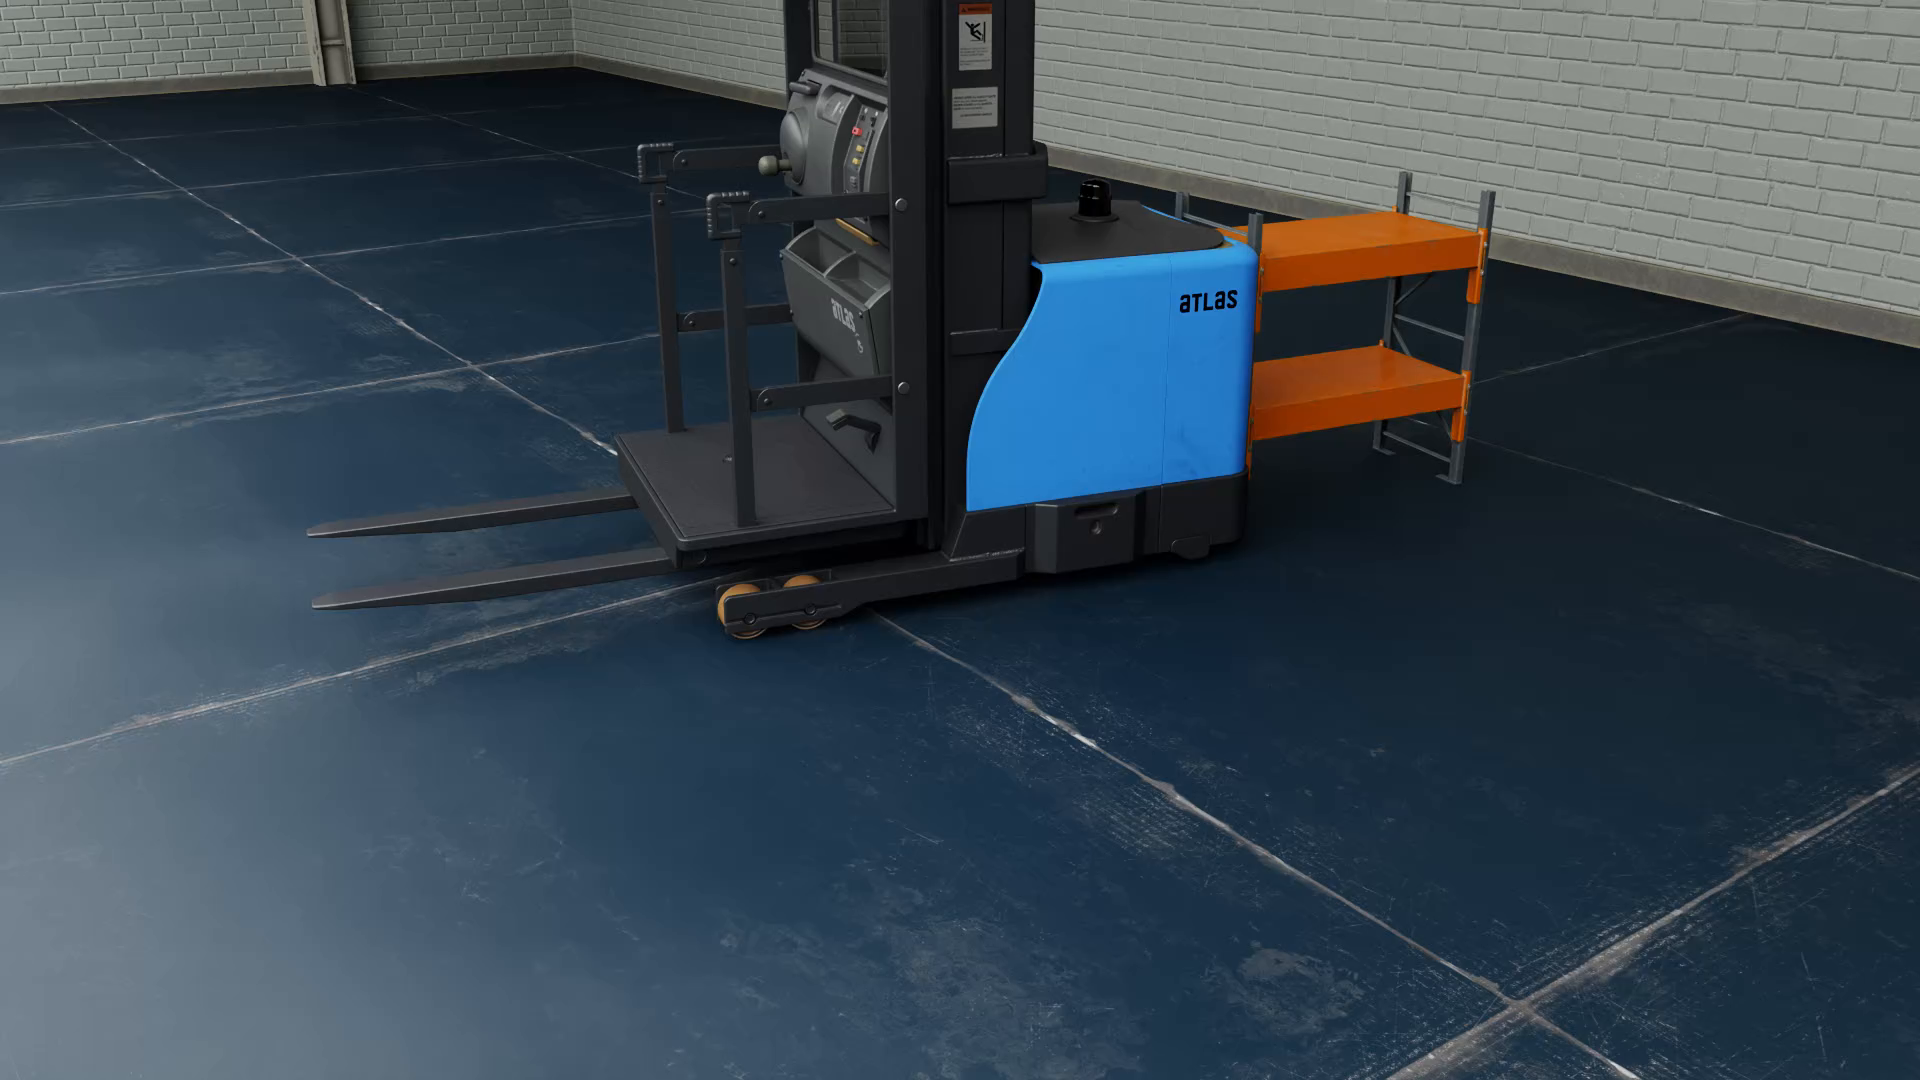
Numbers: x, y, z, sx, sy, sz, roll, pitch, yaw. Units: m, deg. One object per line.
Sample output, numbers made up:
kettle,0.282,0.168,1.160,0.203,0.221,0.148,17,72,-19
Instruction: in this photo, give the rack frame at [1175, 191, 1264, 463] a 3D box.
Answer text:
rack frame,0.904,-0.657,6.025,0.032,1.125,0.500,-10,24,-24

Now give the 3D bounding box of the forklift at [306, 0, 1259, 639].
forklift,-0.583,-1.277,5.142,3.031,2.935,1.130,-8,23,-20

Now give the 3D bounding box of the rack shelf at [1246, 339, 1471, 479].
rack shelf,1.362,-0.512,6.321,1.000,0.278,0.538,-10,24,-24

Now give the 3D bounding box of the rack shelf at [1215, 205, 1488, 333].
rack shelf,1.362,-1.011,6.121,1.000,0.278,0.538,-10,24,-24

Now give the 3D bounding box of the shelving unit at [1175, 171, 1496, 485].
shelving unit,1.362,-0.739,6.230,1.048,1.125,0.538,-10,24,-24

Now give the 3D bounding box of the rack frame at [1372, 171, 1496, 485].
rack frame,1.820,-0.820,6.435,0.032,1.125,0.500,-10,24,-24

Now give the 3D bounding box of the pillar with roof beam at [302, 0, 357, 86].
pillar with roof beam,-4.587,-8.073,13.987,0.400,9.000,9.100,-15,26,-33
